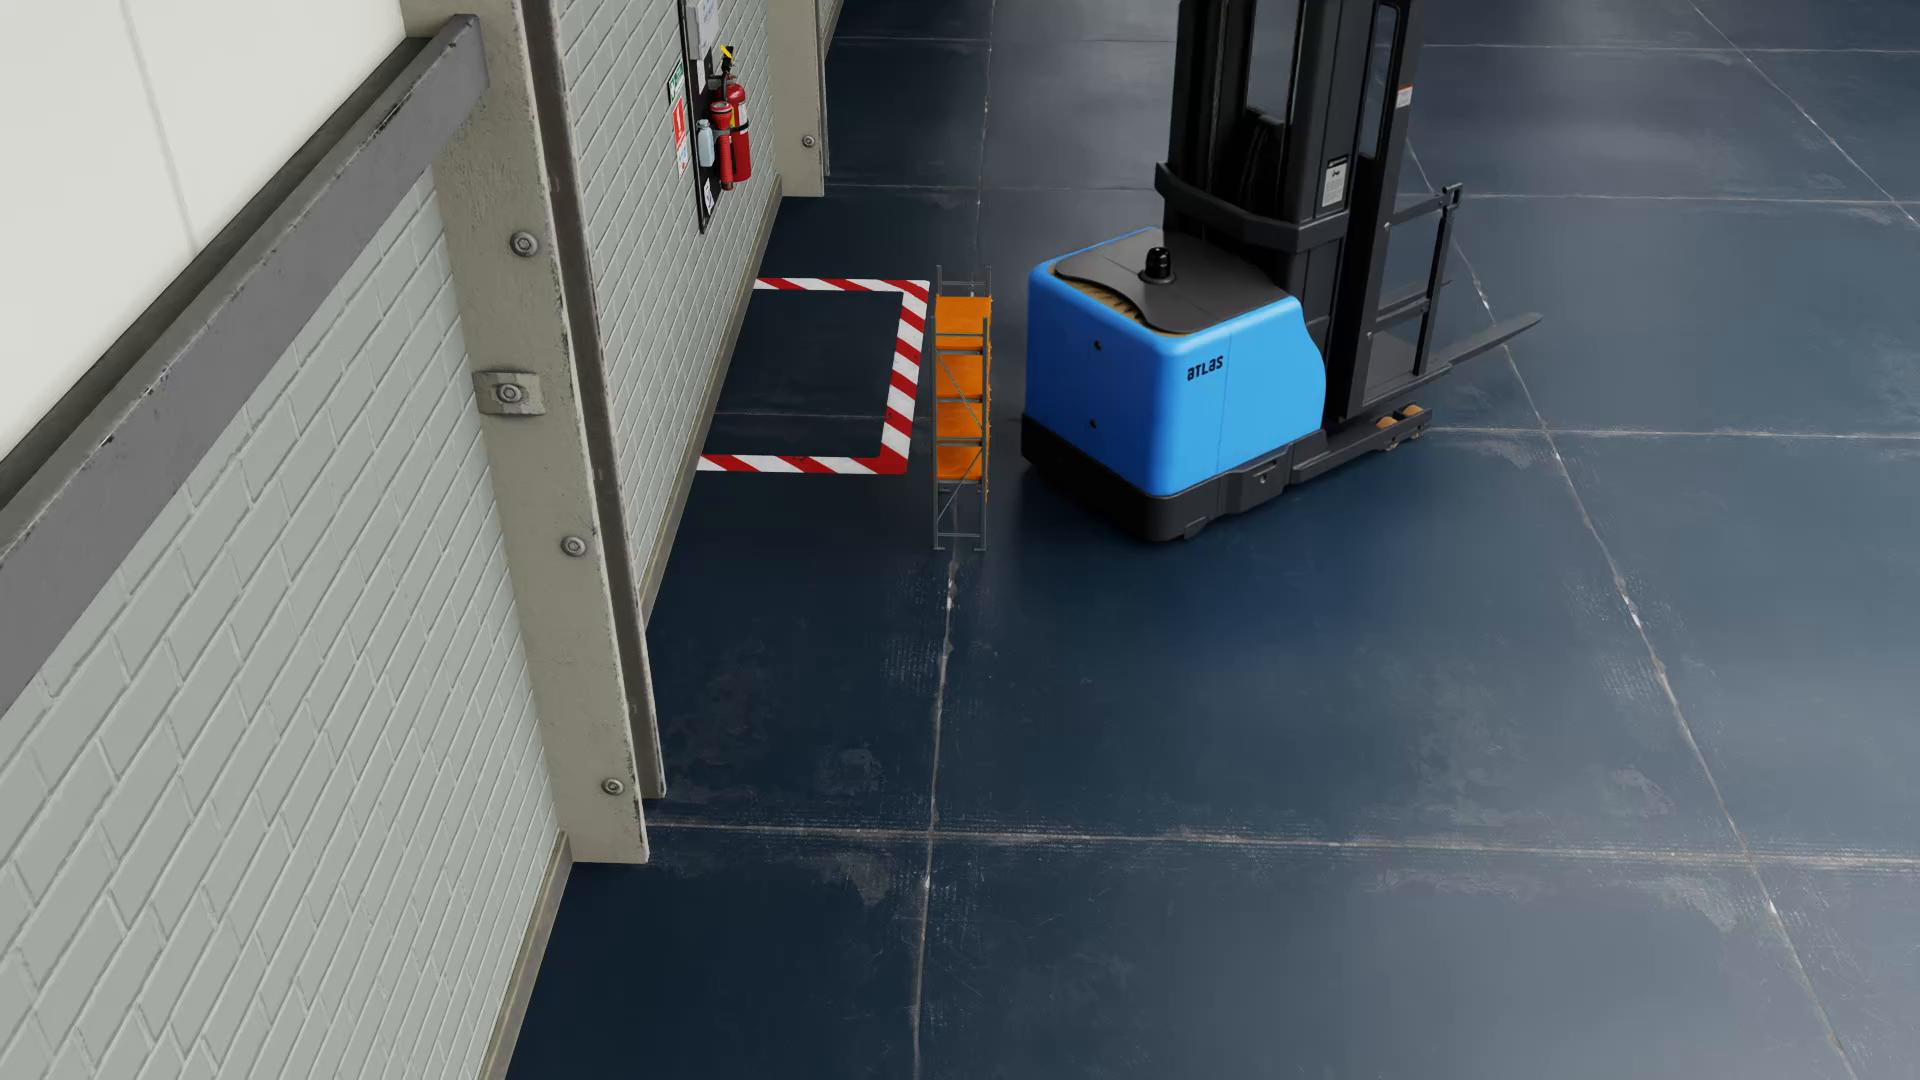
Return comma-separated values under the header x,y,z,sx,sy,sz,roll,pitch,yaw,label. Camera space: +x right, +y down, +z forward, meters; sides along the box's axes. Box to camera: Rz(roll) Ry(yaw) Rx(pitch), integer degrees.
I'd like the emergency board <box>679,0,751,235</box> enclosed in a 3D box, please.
x,y,z,sx,sy,sz,roll,pitch,yaw,label
-1.186,-2.192,8.261,0.194,1.169,0.643,1,35,2,emergency board

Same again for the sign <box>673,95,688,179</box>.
x,y,z,sx,sy,sz,roll,pitch,yaw,label
-1.312,-1.892,7.802,0.001,0.329,0.234,1,35,2,sign

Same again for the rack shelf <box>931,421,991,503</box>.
x,y,z,sx,sy,sz,roll,pitch,yaw,label
0.007,-0.369,7.693,0.258,0.148,0.480,1,35,2,rack shelf

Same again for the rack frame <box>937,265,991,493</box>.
x,y,z,sx,sy,sz,roll,pitch,yaw,label
0.016,-0.726,7.740,0.240,1.200,0.015,1,35,2,rack frame

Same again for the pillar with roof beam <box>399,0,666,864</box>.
x,y,z,sx,sy,sz,roll,pitch,yaw,label
3.012,-2.519,3.508,9.100,9.000,0.400,1,35,2,pillar with roof beam

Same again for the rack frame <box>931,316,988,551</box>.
x,y,z,sx,sy,sz,roll,pitch,yaw,label
-0.003,-0.446,7.341,0.240,1.200,0.015,1,35,2,rack frame

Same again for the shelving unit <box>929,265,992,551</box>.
x,y,z,sx,sy,sz,roll,pitch,yaw,label
0.007,-0.586,7.540,0.258,1.200,0.503,1,35,2,shelving unit

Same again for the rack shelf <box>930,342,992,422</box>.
x,y,z,sx,sy,sz,roll,pitch,yaw,label
0.007,-0.714,7.450,0.258,0.148,0.480,1,35,2,rack shelf

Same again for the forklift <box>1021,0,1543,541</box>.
x,y,z,sx,sy,sz,roll,pitch,yaw,label
1.784,-1.872,7.865,3.031,2.935,1.130,-23,41,-29,forklift

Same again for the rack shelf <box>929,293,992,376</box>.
x,y,z,sx,sy,sz,roll,pitch,yaw,label
0.007,-0.907,7.314,0.258,0.148,0.480,1,35,2,rack shelf

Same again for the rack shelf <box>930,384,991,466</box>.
x,y,z,sx,sy,sz,roll,pitch,yaw,label
0.007,-0.531,7.579,0.258,0.148,0.480,1,35,2,rack shelf

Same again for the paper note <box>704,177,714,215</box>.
x,y,z,sx,sy,sz,roll,pitch,yaw,label
-1.262,-1.732,8.372,0.016,0.148,0.142,1,35,2,paper note

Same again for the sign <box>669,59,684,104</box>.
x,y,z,sx,sy,sz,roll,pitch,yaw,label
-1.302,-2.111,7.653,0.001,0.109,0.331,1,35,2,sign

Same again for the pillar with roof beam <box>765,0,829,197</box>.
x,y,z,sx,sy,sz,roll,pitch,yaw,label
3.253,-5.966,8.413,9.100,9.000,0.400,1,35,2,pillar with roof beam
